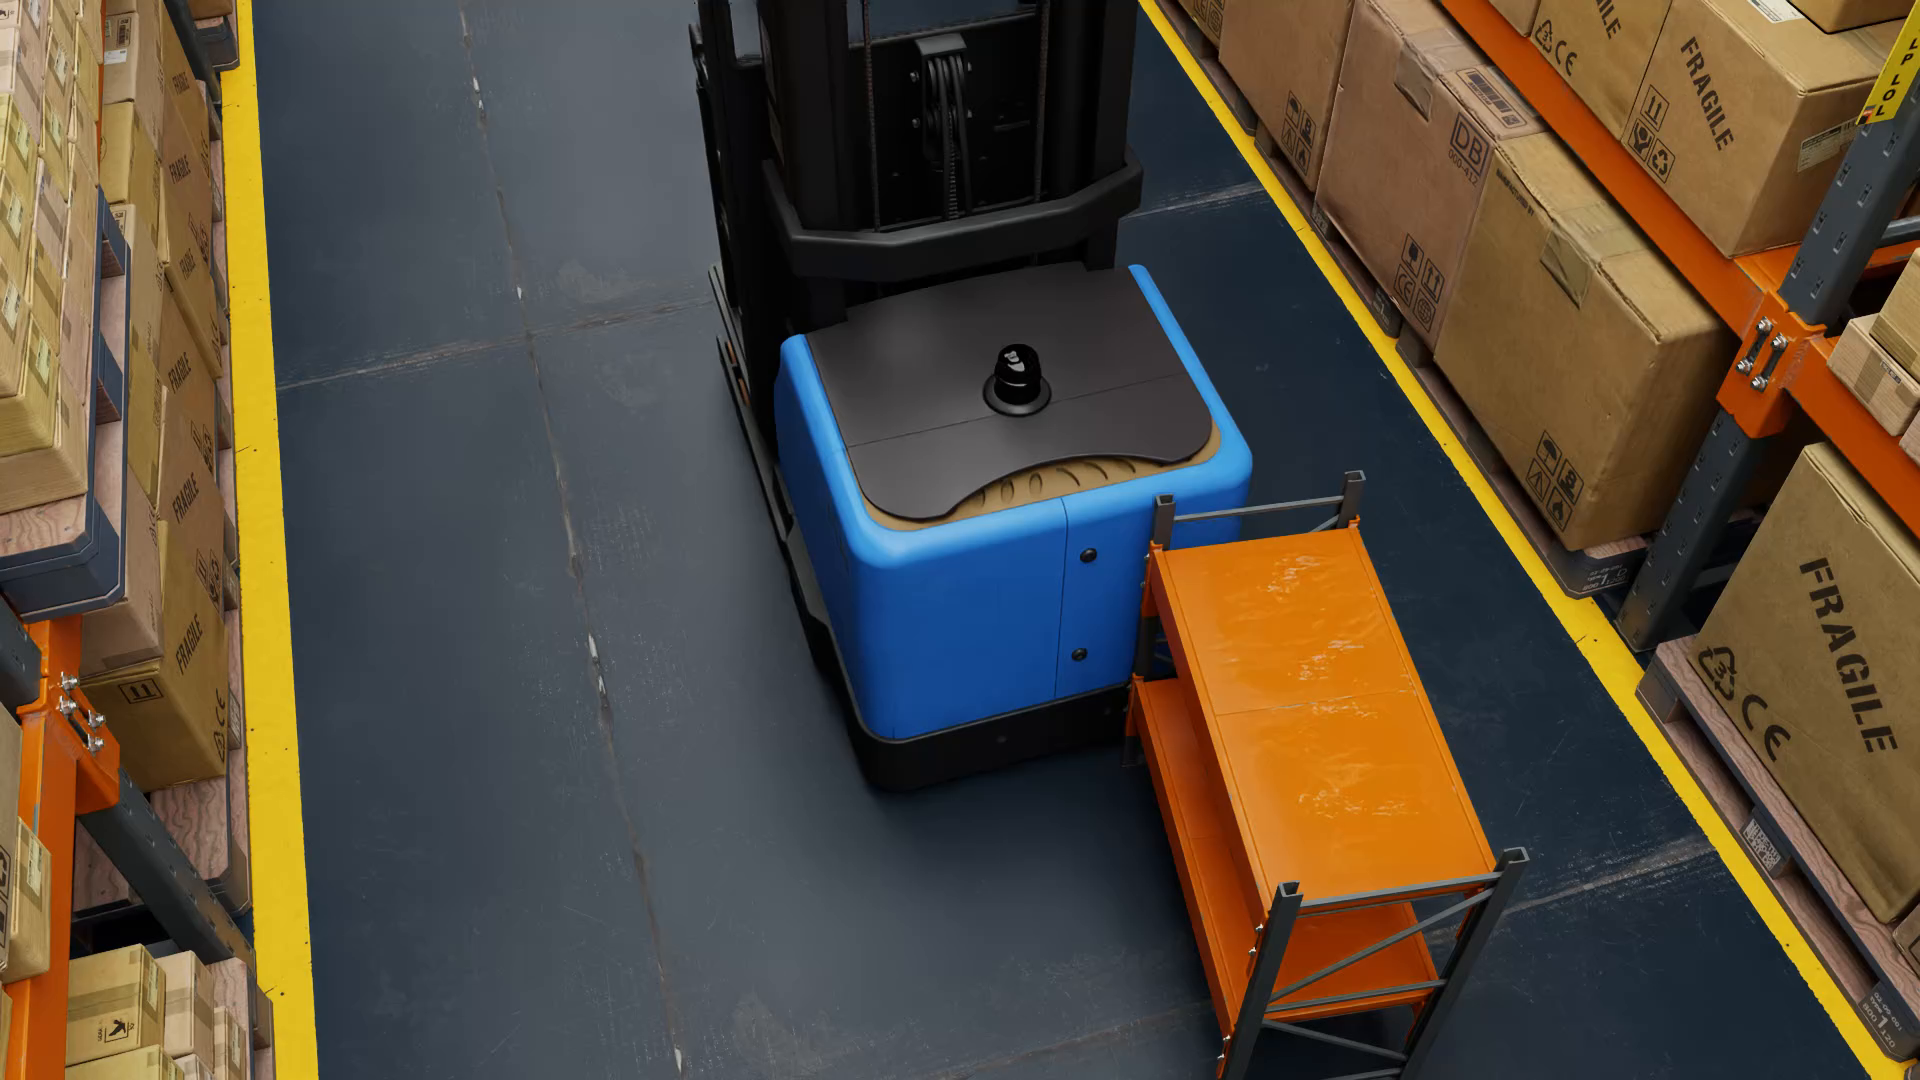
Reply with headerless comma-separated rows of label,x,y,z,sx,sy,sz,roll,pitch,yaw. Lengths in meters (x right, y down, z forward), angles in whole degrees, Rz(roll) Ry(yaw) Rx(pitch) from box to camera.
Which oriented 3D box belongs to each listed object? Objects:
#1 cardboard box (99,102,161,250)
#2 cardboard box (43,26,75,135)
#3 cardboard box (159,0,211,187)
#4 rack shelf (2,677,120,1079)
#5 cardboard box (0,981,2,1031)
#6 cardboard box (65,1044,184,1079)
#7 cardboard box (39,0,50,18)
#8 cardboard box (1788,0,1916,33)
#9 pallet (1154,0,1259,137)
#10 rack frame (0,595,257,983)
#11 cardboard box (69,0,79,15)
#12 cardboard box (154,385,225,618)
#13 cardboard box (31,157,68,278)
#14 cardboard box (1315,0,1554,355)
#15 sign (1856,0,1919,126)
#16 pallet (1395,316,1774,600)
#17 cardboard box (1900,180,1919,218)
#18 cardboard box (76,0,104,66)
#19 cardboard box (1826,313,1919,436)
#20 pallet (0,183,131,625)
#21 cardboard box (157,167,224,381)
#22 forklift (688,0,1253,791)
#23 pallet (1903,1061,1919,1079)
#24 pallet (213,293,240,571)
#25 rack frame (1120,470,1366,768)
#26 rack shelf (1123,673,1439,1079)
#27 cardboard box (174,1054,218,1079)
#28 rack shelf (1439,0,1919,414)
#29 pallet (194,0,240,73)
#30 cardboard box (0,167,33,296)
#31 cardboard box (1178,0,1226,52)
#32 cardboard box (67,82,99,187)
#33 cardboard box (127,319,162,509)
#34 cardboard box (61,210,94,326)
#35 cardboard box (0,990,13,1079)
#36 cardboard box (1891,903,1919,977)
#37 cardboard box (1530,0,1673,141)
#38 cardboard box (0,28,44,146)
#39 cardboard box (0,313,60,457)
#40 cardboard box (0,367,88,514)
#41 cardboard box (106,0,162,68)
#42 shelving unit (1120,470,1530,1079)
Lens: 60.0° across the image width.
cardboard box,-2.733,-1.045,5.039,0.500,0.250,0.500,-12,51,-10
cardboard box,-2.290,-1.039,3.859,0.380,0.149,0.250,-11,51,-10
cardboard box,-3.037,-1.563,5.966,0.500,0.500,0.500,-14,51,-11
rack shelf,-1.707,1.959,2.107,1.077,0.370,4.000,-13,51,-11
cardboard box,-1.733,0.808,2.347,0.500,0.500,0.500,-15,51,-12
cardboard box,-1.831,1.237,3.446,0.380,0.149,0.250,-13,51,-11
cardboard box,-2.359,-1.315,3.897,0.380,0.149,0.250,-12,51,-10
cardboard box,2.273,-1.601,3.916,0.797,0.503,0.637,-15,51,-12
pallet,1.448,-2.211,6.976,1.003,0.211,1.213,-13,51,-11
rack frame,-2.298,0.267,3.063,1.000,3.000,0.127,-13,51,-11
cardboard box,-2.440,-1.417,4.178,0.380,0.149,0.250,-14,51,-12
cardboard box,-2.422,-0.049,4.689,0.500,0.500,0.500,-11,51,-9
cardboard box,-2.131,-0.652,3.533,0.380,0.149,0.250,-12,51,-10
cardboard box,1.996,-1.347,5.538,1.225,0.875,0.875,-15,51,-12
sign,1.954,-0.999,3.425,0.100,0.325,0.005,-13,51,-11
pallet,2.170,-0.429,5.473,1.003,0.211,1.213,-13,51,-11
cardboard box,2.572,-1.206,4.239,0.500,0.500,0.500,-13,51,-11
cardboard box,-2.438,-1.316,4.288,0.380,0.149,0.250,-15,52,-13
cardboard box,2.239,-0.409,3.797,0.380,0.149,0.250,-13,51,-11
pallet,-2.385,-0.262,3.635,1.003,0.211,1.213,-13,51,-11
cardboard box,-2.715,-0.800,5.323,0.500,0.500,0.500,-15,52,-13
forklift,-0.188,-1.411,4.522,1.130,2.935,3.031,-13,51,-11
pallet,2.984,1.584,3.777,1.003,0.211,1.213,-13,51,-11
pallet,-2.894,-0.295,5.361,1.003,0.211,1.213,-13,51,-11
rack frame,0.703,0.240,4.312,0.500,1.125,0.032,-7,50,-6
rack shelf,0.784,0.781,4.175,0.538,0.278,1.000,-7,50,-6
cardboard box,-1.810,1.307,3.581,0.380,0.149,0.250,-16,52,-13
rack shelf,1.878,-2.010,5.453,1.077,0.370,4.000,-13,51,-11
pallet,-3.642,-2.349,7.092,1.003,0.211,1.213,-13,51,-11
cardboard box,-2.064,-0.573,3.272,0.380,0.149,0.250,-12,51,-10
cardboard box,1.471,-2.644,6.632,1.225,0.875,0.875,-15,52,-13
cardboard box,-2.282,-0.933,3.965,0.380,0.149,0.250,-15,52,-13
cardboard box,-2.424,-0.292,4.404,0.500,0.250,0.500,-12,51,-10
cardboard box,-2.133,-0.564,3.653,0.380,0.149,0.250,-13,51,-11
cardboard box,-1.788,0.876,2.714,0.380,0.149,0.250,-11,51,-10
cardboard box,2.855,0.926,3.622,0.875,0.875,0.875,-13,51,-11
cardboard box,1.931,-1.456,4.450,0.500,0.500,0.500,-12,51,-10
cardboard box,-2.209,-0.944,3.584,0.380,0.149,0.250,-14,51,-11
cardboard box,-1.975,-0.275,3.215,0.380,0.149,0.250,-13,51,-10
cardboard box,-1.975,-0.179,3.329,0.380,0.149,0.250,-16,52,-13
cardboard box,-3.029,-1.786,5.663,0.500,0.250,0.500,-14,51,-12
shelving unit,0.784,0.624,3.988,0.538,1.125,1.048,-7,50,-6
